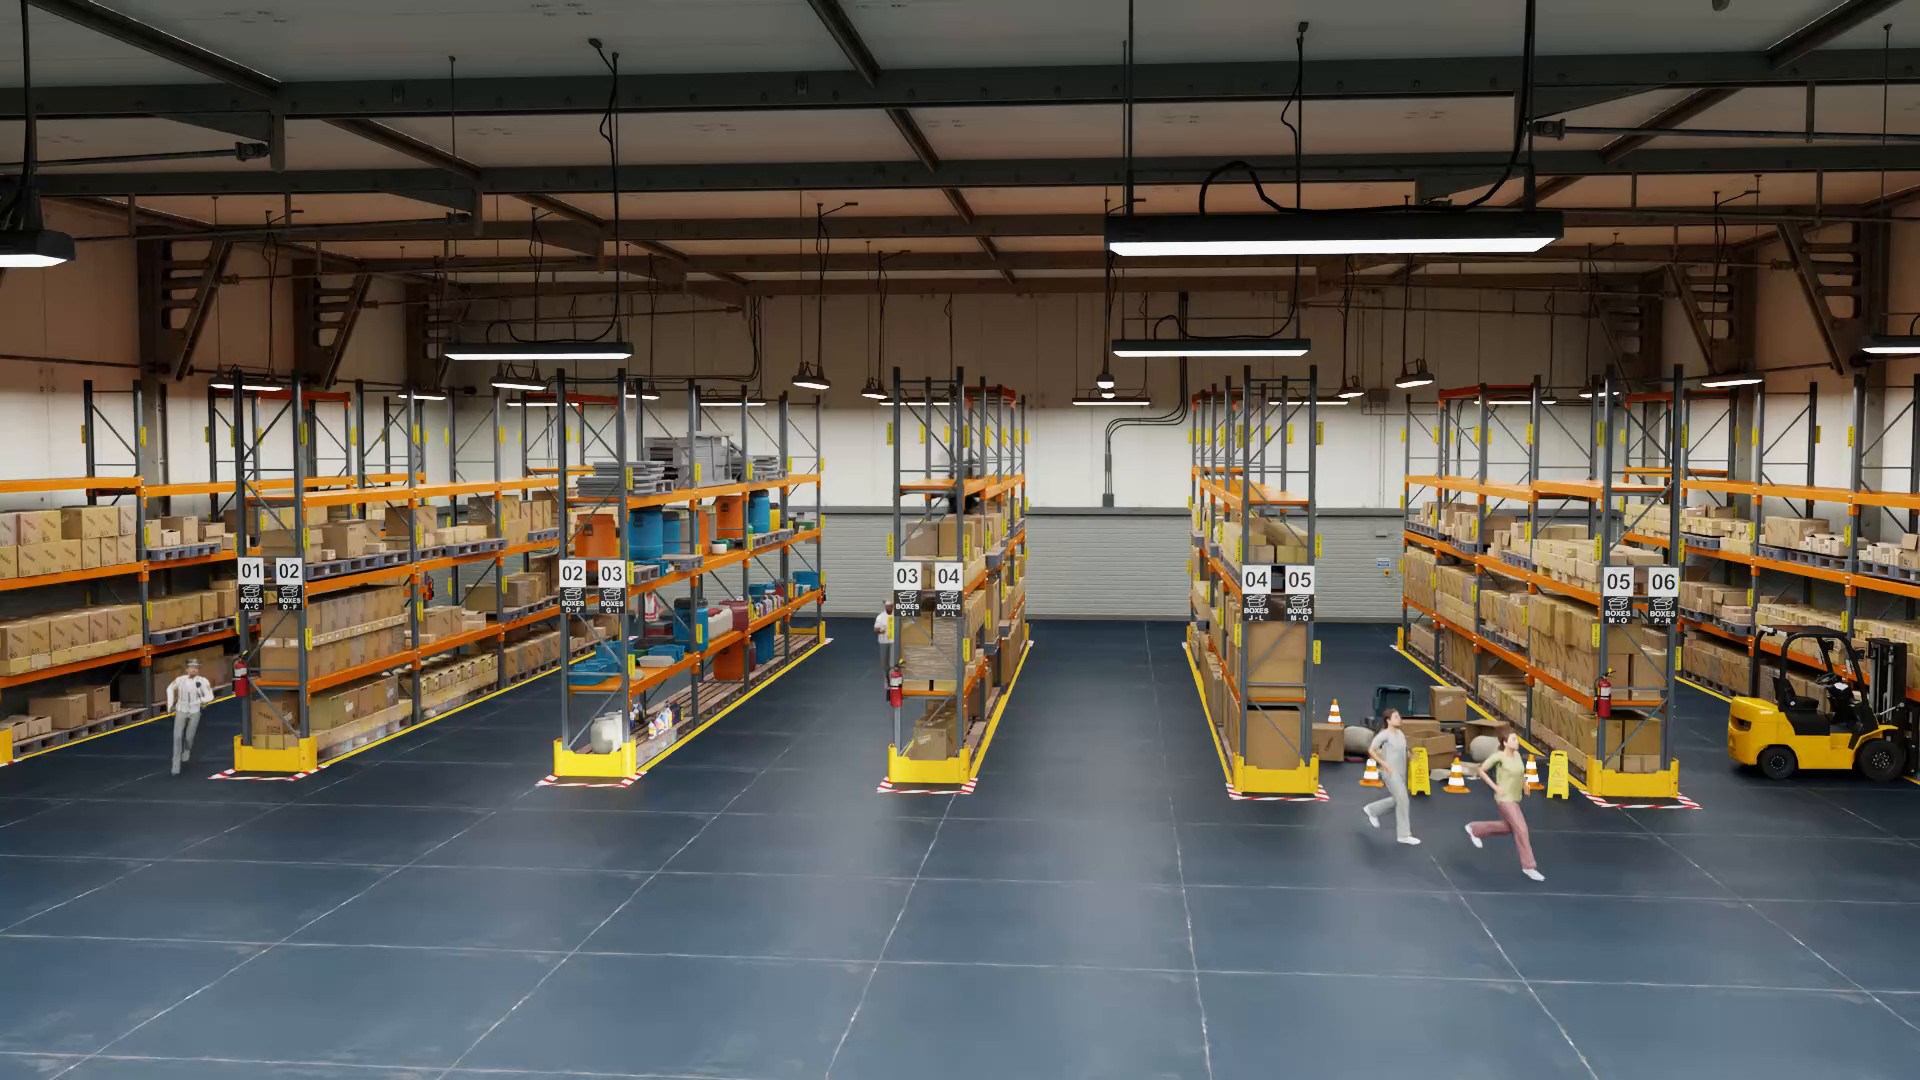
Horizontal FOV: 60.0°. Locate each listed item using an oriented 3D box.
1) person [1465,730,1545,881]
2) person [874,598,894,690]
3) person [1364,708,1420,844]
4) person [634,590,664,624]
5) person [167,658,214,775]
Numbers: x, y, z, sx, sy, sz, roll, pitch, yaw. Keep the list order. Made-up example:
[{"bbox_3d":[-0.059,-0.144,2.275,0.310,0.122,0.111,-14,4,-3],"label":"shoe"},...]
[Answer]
[{"bbox_3d":[6.296,3.003,19.174,0.550,1.664,1.084,-3,5,-41],"label":"person"},{"bbox_3d":[-1.309,1.942,30.768,0.578,1.749,0.812,0,4,-1],"label":"person"},{"bbox_3d":[5.339,2.897,20.597,0.577,1.640,0.858,-3,5,-41],"label":"person"},{"bbox_3d":[-6.952,1.825,37.224,0.662,1.738,0.599,-1,4,-9],"label":"person"},{"bbox_3d":[-11.603,2.615,25.071,0.656,1.686,0.898,-1,4,-21],"label":"person"}]
